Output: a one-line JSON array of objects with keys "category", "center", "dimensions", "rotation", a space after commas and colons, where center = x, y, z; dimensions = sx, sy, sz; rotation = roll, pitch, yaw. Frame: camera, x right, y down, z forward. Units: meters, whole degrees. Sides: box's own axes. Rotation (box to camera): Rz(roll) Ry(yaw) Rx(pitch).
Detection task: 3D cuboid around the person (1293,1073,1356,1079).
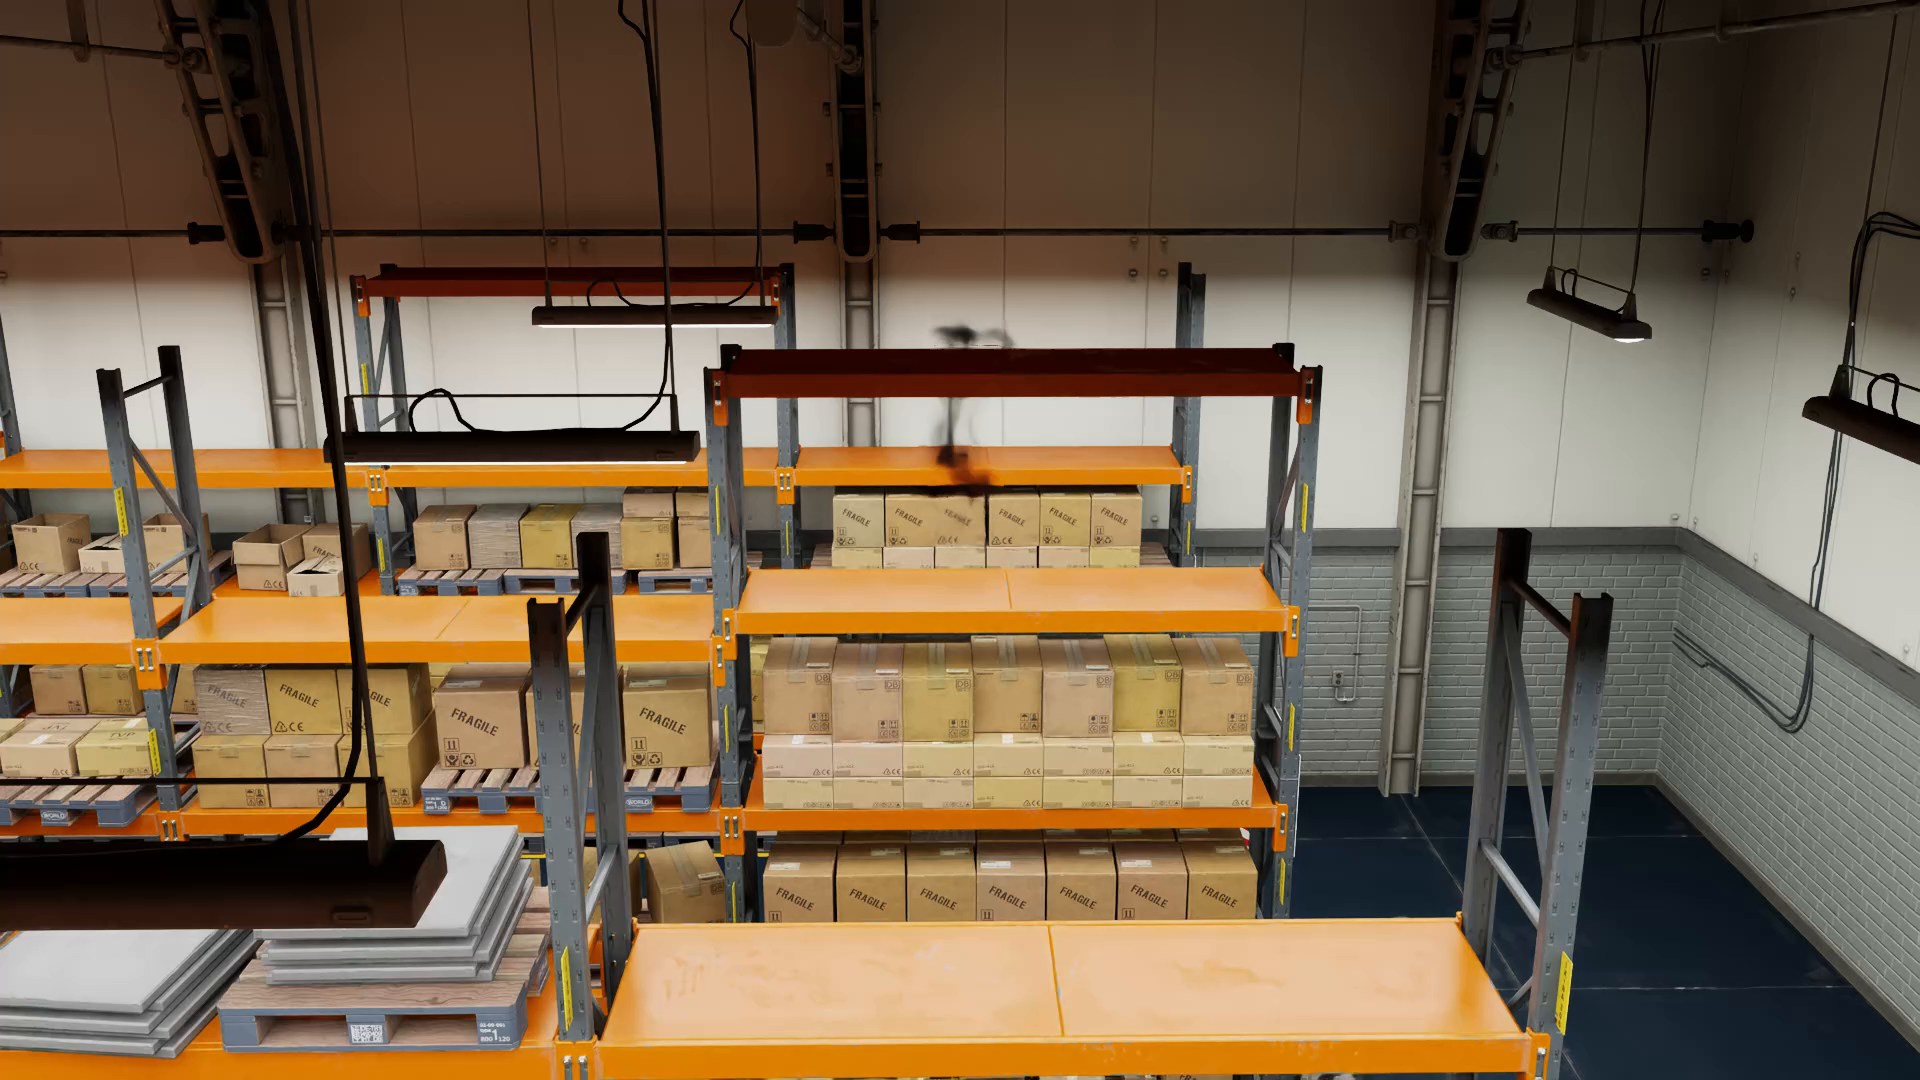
[{"category": "person", "center": [2.498, 4.111, 11.422], "dimensions": [0.758, 1.758, 0.694], "rotation": [-12, 20, -36]}]
